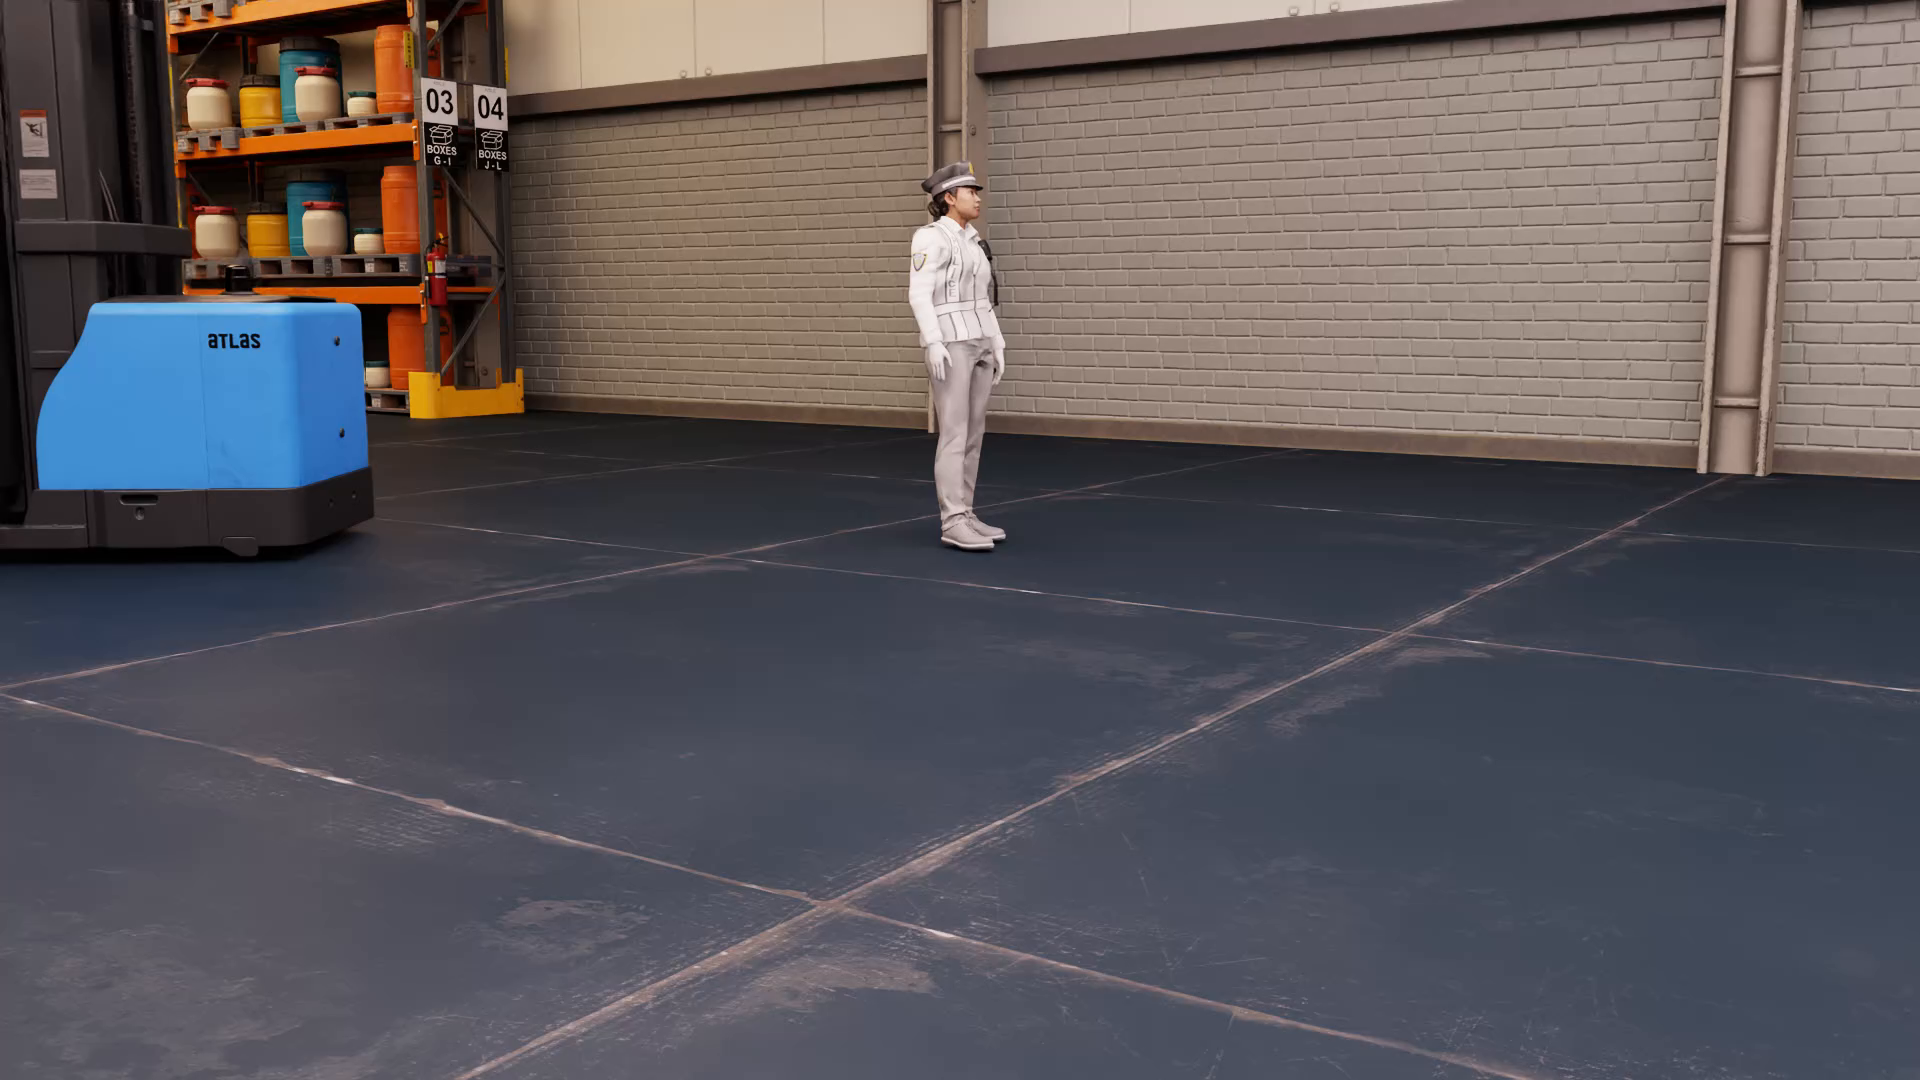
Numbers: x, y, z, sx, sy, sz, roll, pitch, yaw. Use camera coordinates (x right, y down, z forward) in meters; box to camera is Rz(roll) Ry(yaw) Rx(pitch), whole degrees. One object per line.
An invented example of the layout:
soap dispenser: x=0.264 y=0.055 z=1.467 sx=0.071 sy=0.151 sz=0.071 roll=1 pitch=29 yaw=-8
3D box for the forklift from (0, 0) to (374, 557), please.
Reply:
forklift: x=-4.265 y=-1.420 z=7.177 sx=3.031 sy=2.935 sz=1.130 roll=0 pitch=8 yaw=-2

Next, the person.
person: x=0.053 y=-0.840 z=7.440 sx=0.531 sy=1.695 sz=0.588 roll=5 pitch=10 yaw=34
